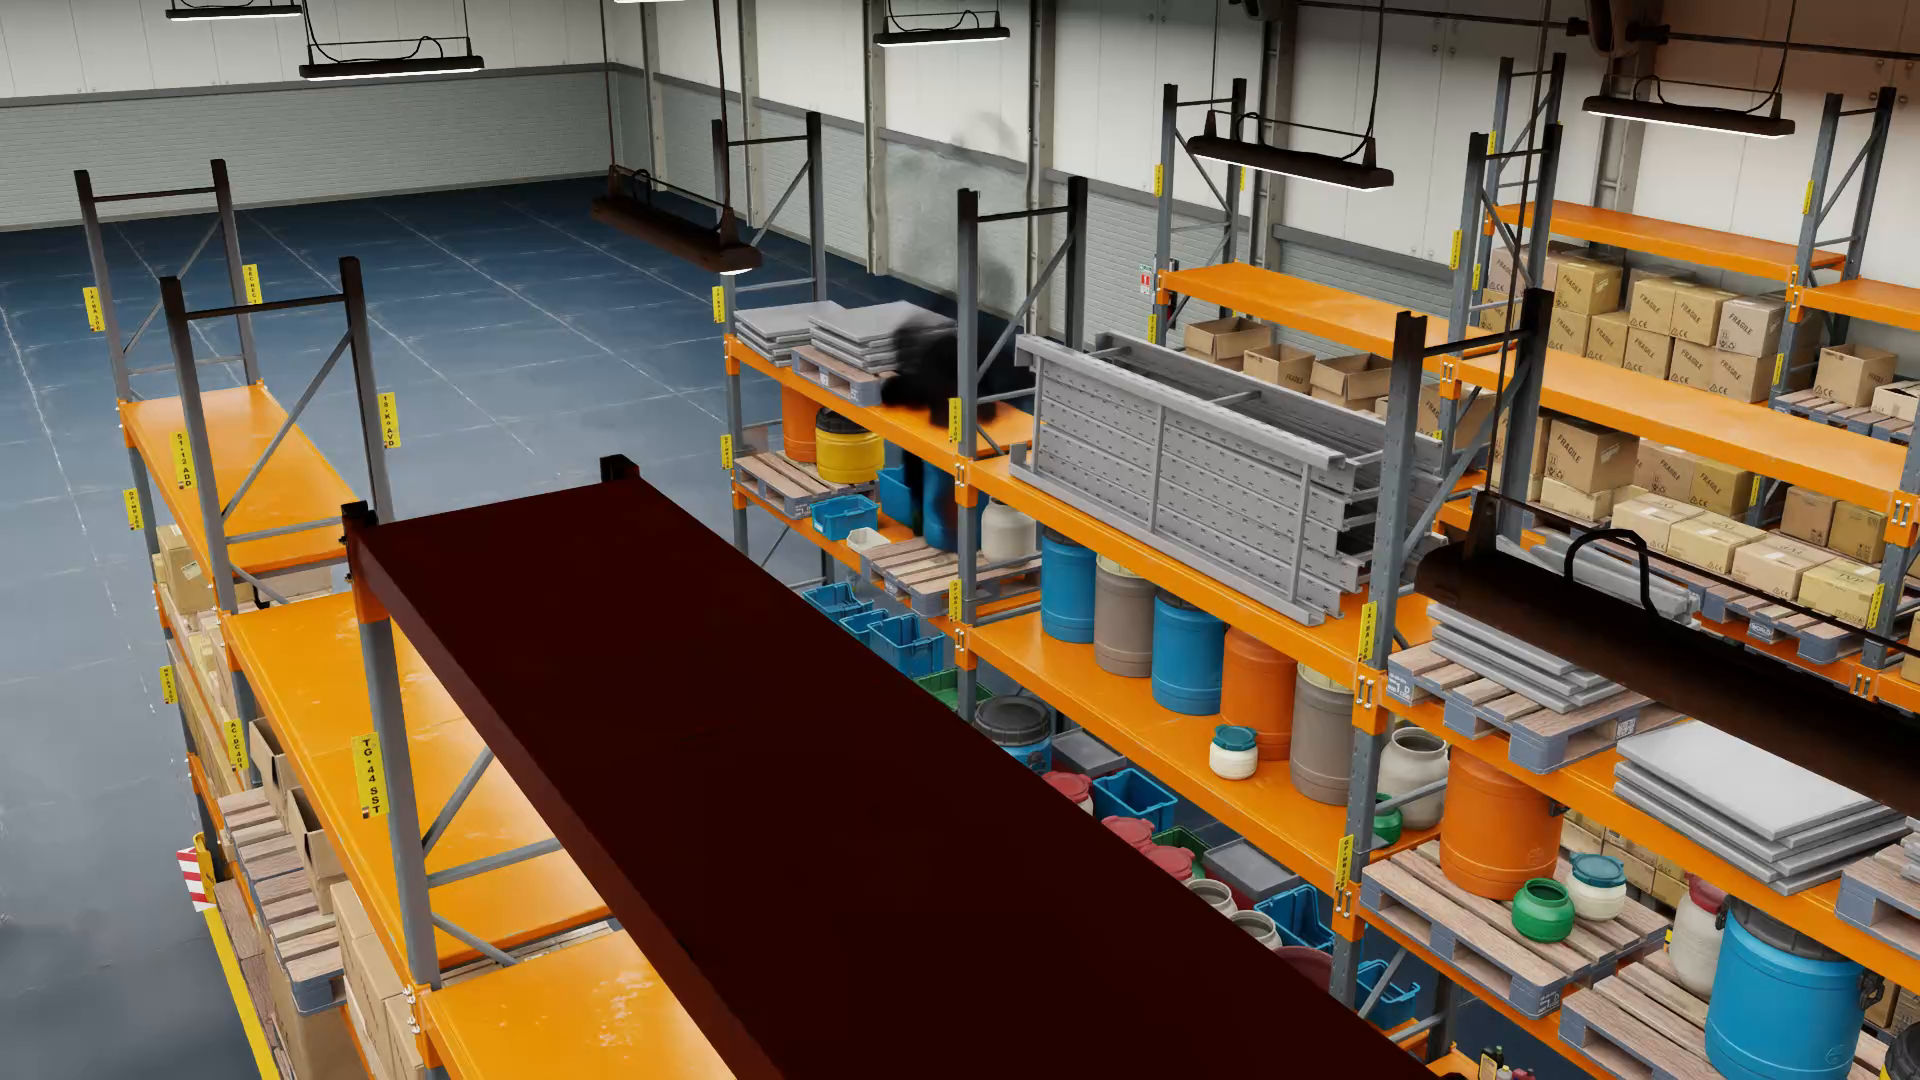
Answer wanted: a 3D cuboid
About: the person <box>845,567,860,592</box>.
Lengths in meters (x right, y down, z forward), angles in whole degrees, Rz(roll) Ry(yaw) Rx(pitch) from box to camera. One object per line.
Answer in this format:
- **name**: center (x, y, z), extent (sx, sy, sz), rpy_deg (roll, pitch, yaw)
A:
- **person**: center (-1.079, -0.205, 19.594), extent (0.919, 1.738, 0.713), rpy_deg (-3, 22, -8)
